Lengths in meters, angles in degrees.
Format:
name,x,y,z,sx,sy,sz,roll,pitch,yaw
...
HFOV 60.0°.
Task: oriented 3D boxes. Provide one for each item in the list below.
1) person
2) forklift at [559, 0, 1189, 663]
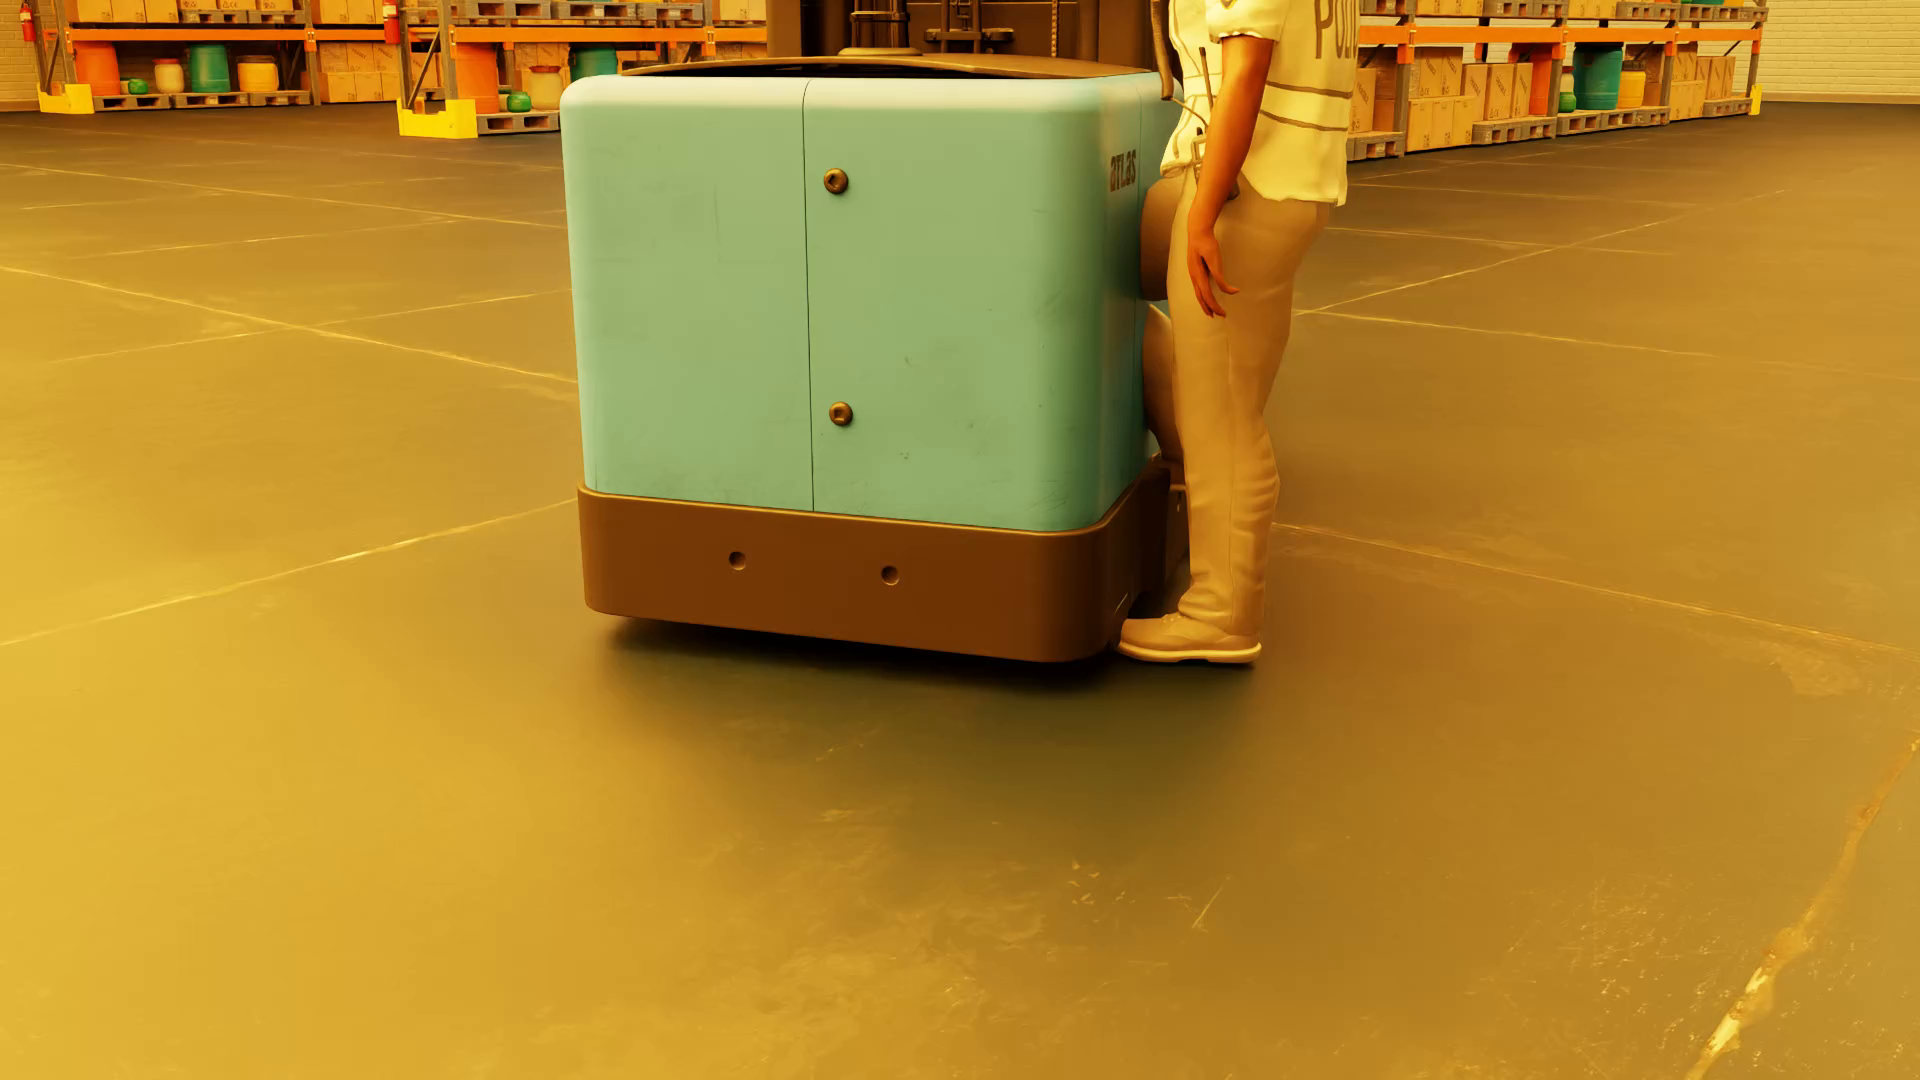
name,x,y,z,sx,sy,sz,roll,pitch,yaw
person,0.410,-0.602,3.005,0.567,1.685,0.573,8,19,24
forklift,0.182,-1.571,4.072,1.130,2.935,3.031,5,18,17
